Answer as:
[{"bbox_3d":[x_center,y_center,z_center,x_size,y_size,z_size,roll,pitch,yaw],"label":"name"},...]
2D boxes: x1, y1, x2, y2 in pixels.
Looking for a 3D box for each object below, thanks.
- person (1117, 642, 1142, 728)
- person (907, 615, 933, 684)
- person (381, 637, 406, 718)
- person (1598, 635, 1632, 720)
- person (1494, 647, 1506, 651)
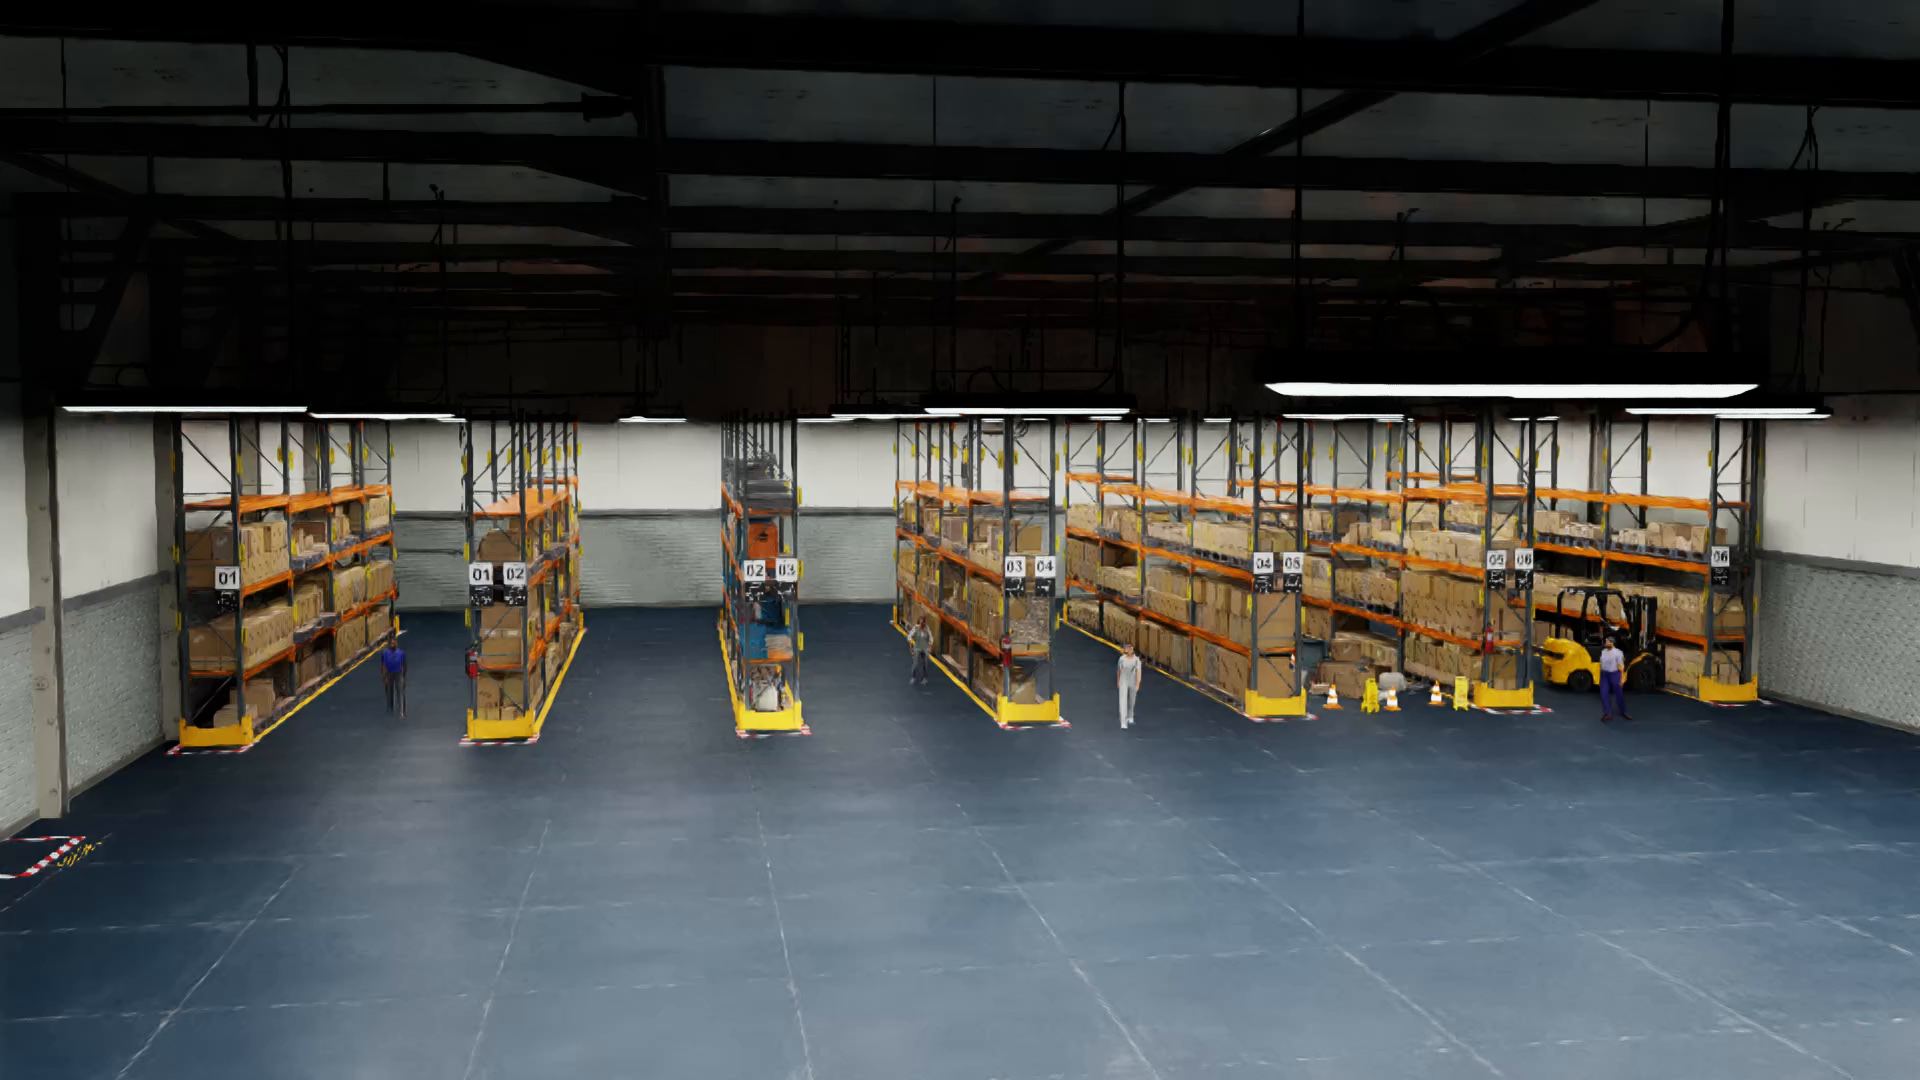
[{"bbox_3d":[3.204,2.714,31.429,0.444,1.605,1.018,0,4,-1],"label":"person"},{"bbox_3d":[-0.874,2.409,36.578,0.566,1.541,0.519,-1,4,-12],"label":"person"},{"bbox_3d":[-11.041,2.655,32.432,0.470,1.571,1.060,-1,4,-19],"label":"person"},{"bbox_3d":[12.703,2.665,32.262,0.538,1.639,0.598,-3,5,-37],"label":"person"},{"bbox_3d":[12.035,2.219,37.218,0.489,1.787,0.608,2,4,21],"label":"person"}]
